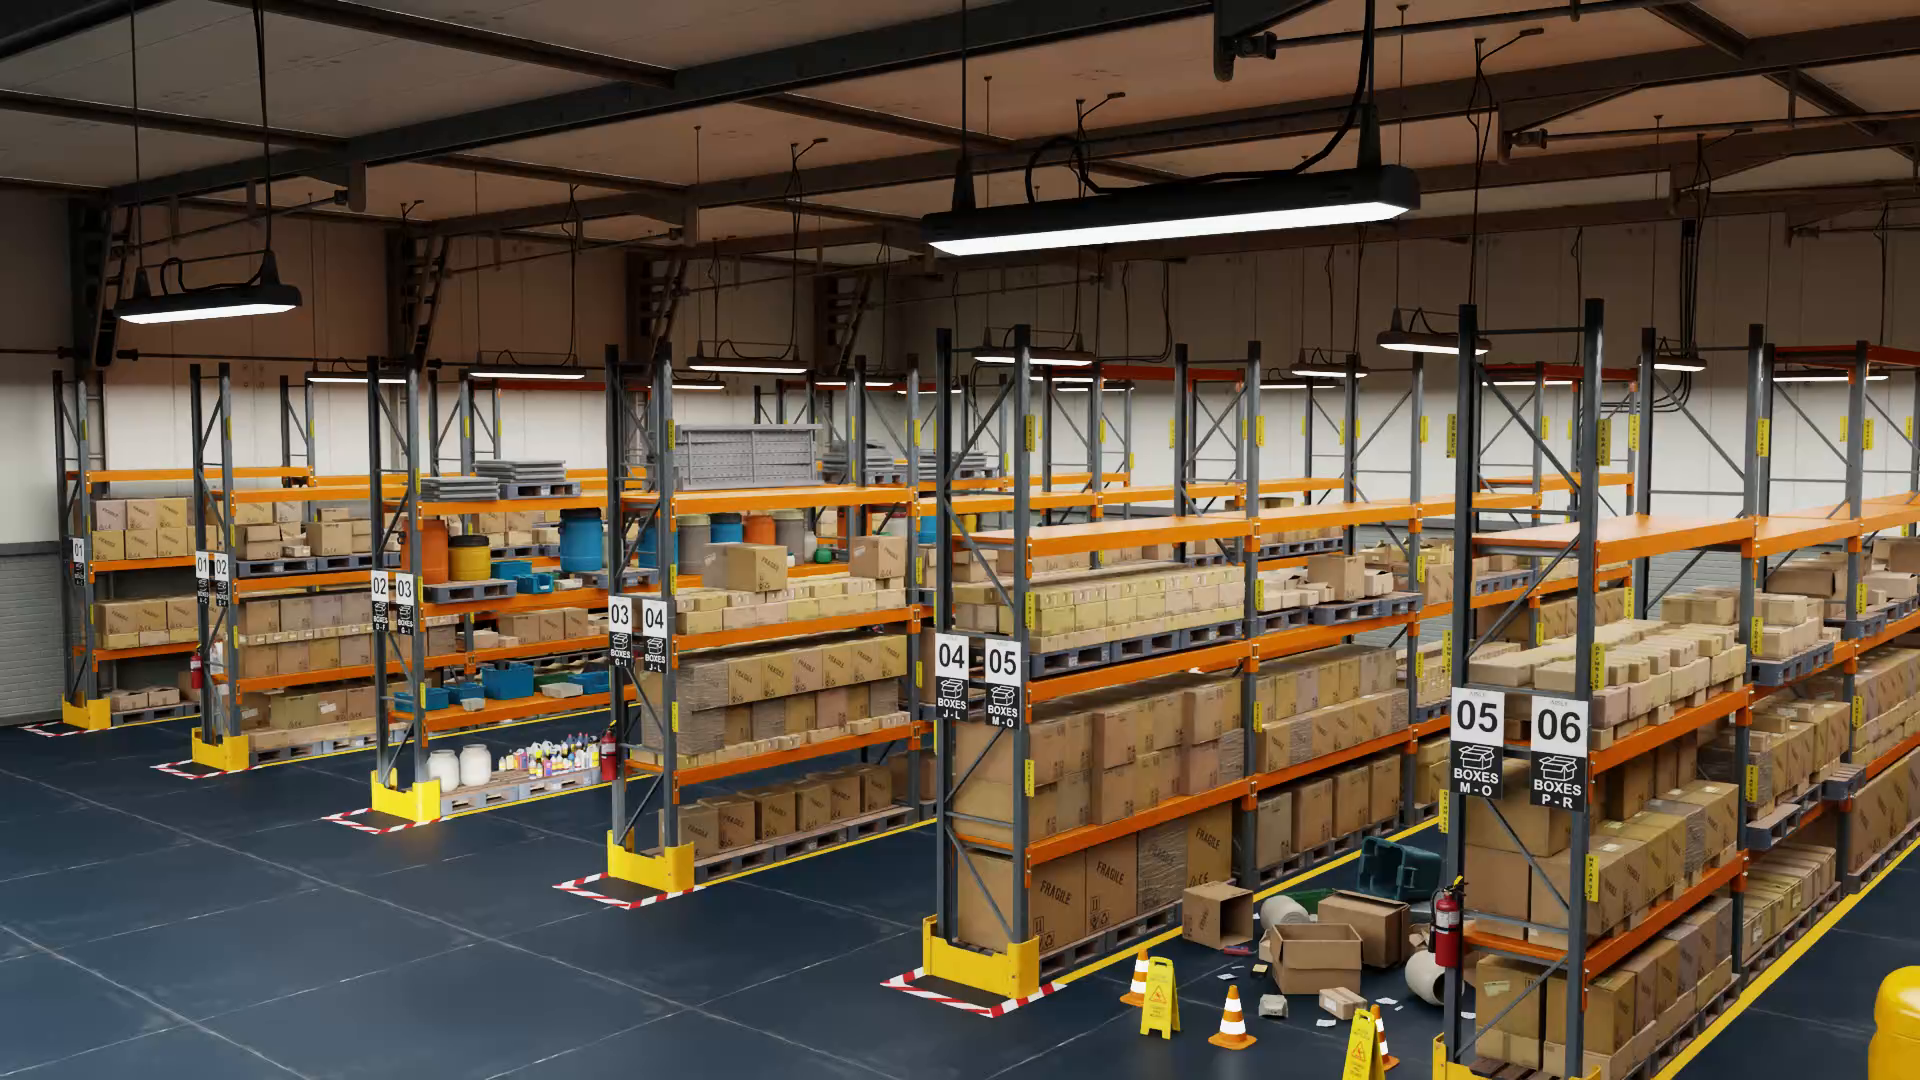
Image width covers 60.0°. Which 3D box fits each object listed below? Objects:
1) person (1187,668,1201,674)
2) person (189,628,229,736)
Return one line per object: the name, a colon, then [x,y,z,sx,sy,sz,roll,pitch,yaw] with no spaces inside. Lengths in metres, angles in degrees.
person: [3.114,2.641,22.750,0.462,1.769,0.601,1,4,19]
person: [-12.150,2.324,27.028,0.691,1.788,0.389,-4,6,-43]
